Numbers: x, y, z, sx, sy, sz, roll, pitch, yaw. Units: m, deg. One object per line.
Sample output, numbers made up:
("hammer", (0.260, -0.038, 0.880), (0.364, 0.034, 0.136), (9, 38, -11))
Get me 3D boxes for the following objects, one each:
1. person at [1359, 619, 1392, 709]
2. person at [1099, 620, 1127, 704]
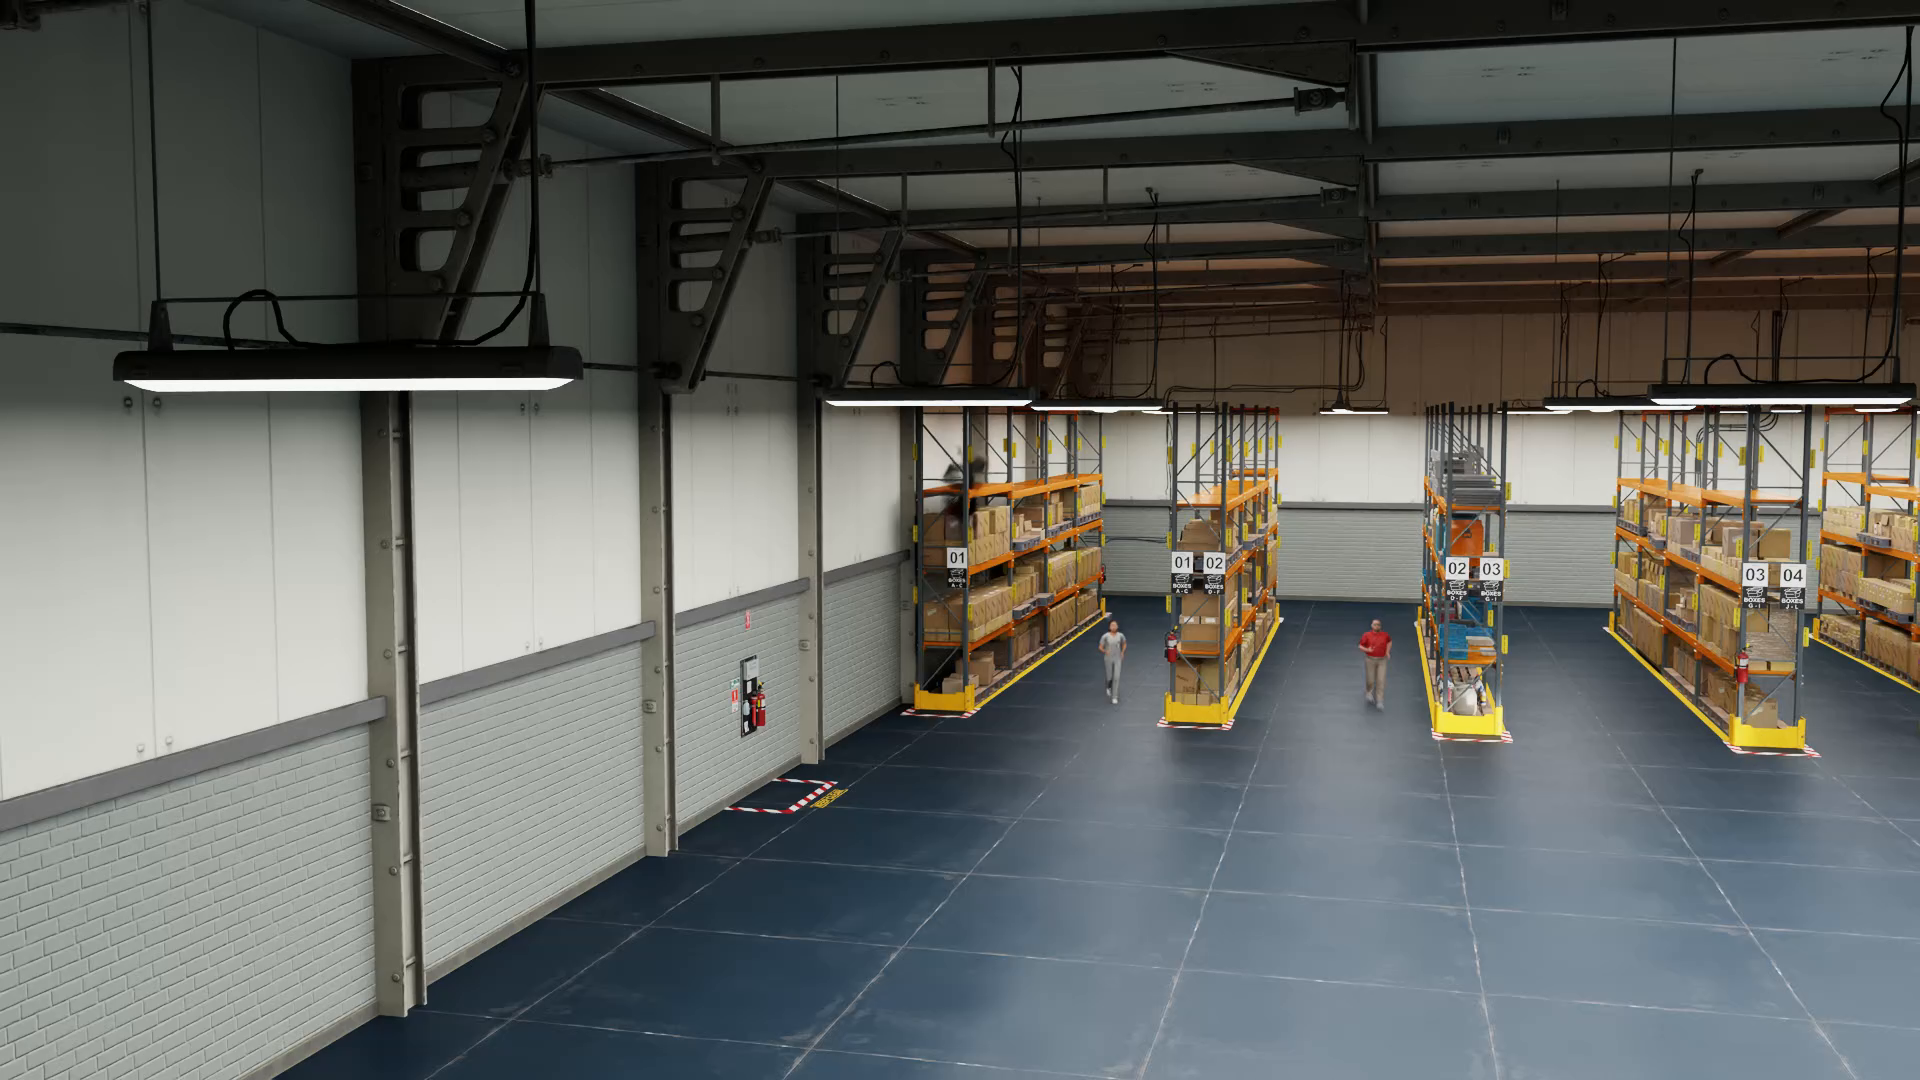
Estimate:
("person", (8.194, 2.413, 32.759), (0.665, 1.694, 1.010), (0, 4, 6))
("person", (3.072, 2.416, 33.335), (0.578, 1.643, 0.880), (0, 4, -2))
